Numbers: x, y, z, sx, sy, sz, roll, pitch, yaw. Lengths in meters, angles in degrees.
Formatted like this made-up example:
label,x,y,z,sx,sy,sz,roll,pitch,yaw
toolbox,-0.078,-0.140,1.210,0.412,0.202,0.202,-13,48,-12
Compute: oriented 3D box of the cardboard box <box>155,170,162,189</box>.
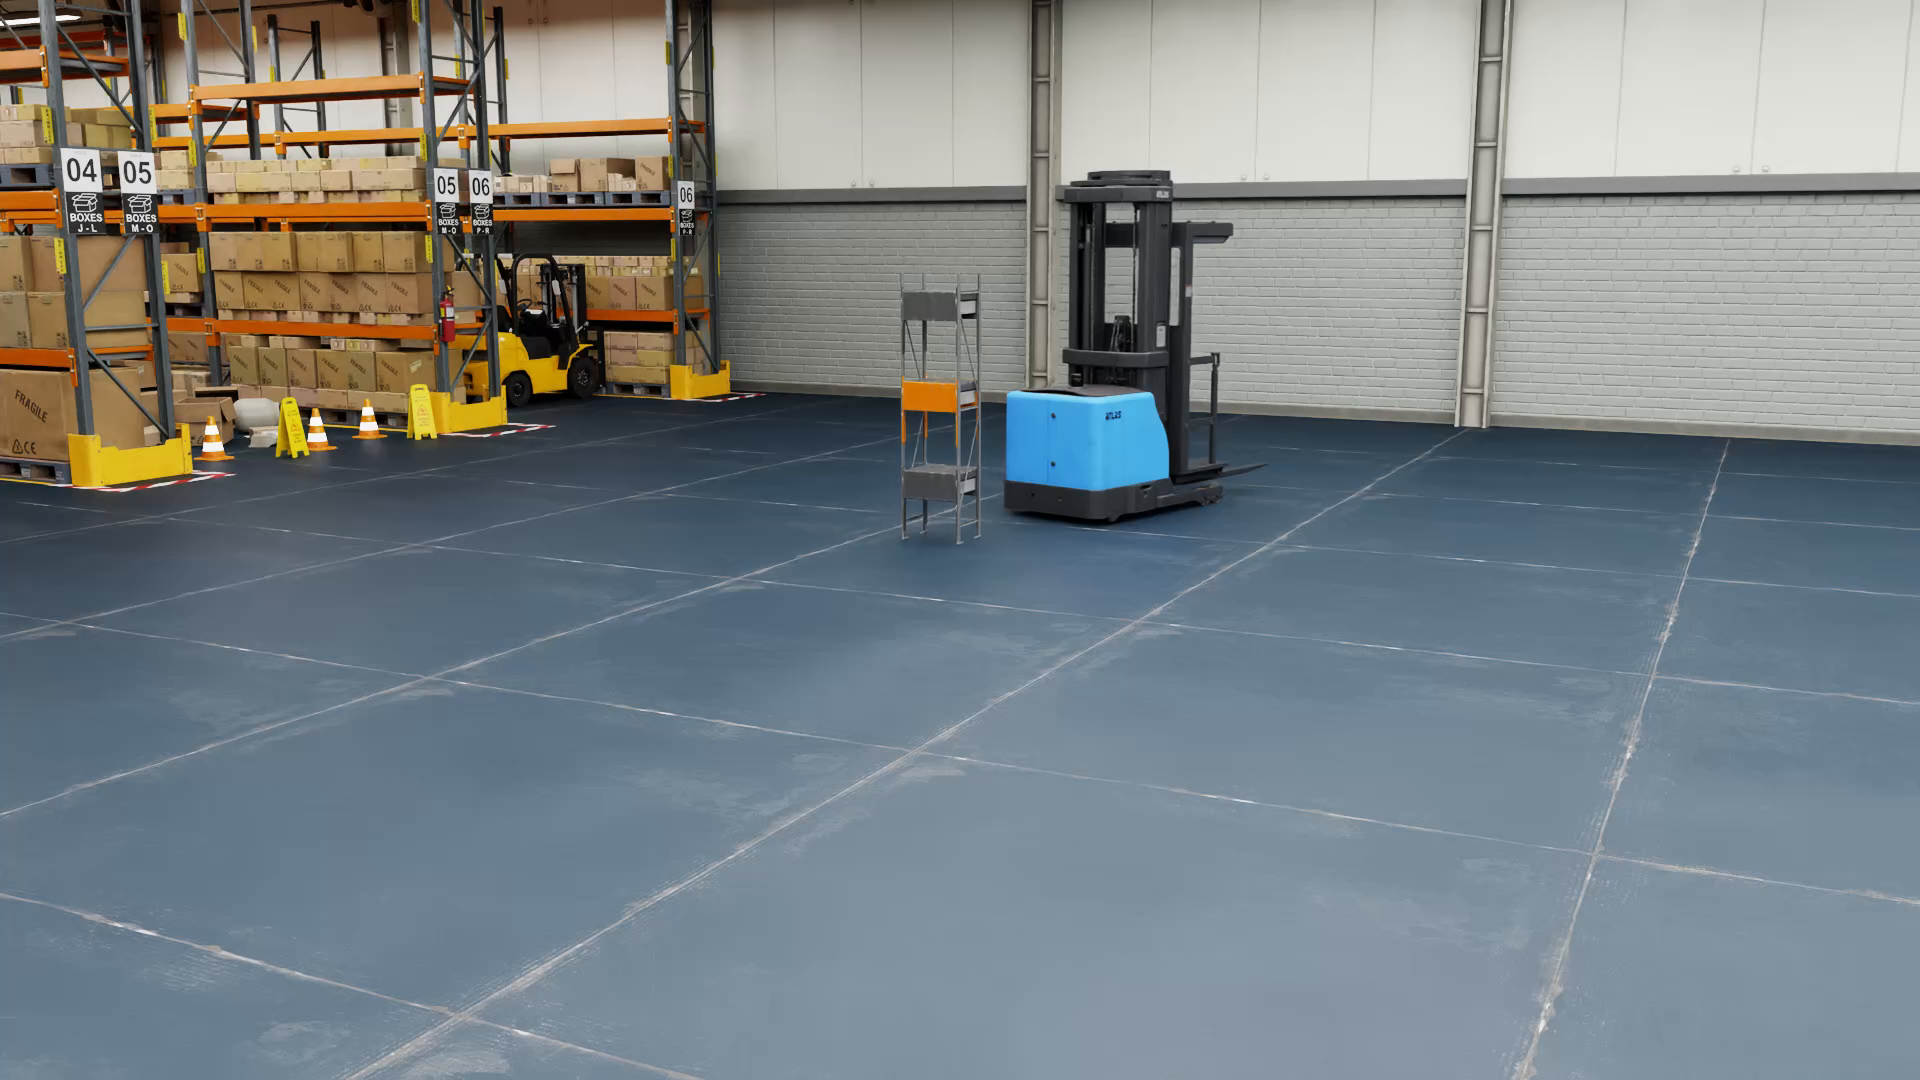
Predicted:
label,x,y,z,sx,sy,sz,roll,pitch,yaw
cardboard box,-10.798,-4.876,22.568,0.500,0.250,0.500,5,11,27

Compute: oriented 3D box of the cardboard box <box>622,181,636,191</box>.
label,x,y,z,sx,sy,sz,roll,pitch,yaw
cardboard box,-4.856,-5.306,24.950,0.250,0.149,0.380,5,11,24

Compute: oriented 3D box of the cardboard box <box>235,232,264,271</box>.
label,x,y,z,sx,sy,sz,roll,pitch,yaw
cardboard box,-9.011,-3.778,21.759,0.500,0.500,0.700,5,11,26

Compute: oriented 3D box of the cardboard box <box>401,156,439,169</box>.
label,x,y,z,sx,sy,sz,roll,pitch,yaw
cardboard box,-6.605,-4.613,20.337,0.250,0.149,0.380,5,11,26

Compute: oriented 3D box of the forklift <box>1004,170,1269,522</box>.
label,x,y,z,sx,sy,sz,roll,pitch,yaw
forklift,1.733,-1.799,14.938,1.130,2.935,3.031,9,14,41

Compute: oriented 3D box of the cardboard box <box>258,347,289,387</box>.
label,x,y,z,sx,sy,sz,roll,pitch,yaw
cardboard box,-8.863,-2.296,21.931,0.500,0.500,0.500,6,12,28

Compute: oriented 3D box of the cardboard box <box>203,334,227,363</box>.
label,x,y,z,sx,sy,sz,roll,pitch,yaw
cardboard box,-13.016,-3.407,29.473,0.500,0.500,0.500,5,11,24

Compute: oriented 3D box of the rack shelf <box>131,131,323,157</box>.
label,x,y,z,sx,sy,sz,roll,pitch,yaw
rack shelf,-12.946,-6.871,29.068,4.000,0.370,1.077,5,11,26

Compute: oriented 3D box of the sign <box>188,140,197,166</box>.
label,x,y,z,sx,sy,sz,roll,pitch,yaw
sign,-10.001,-5.039,21.668,0.005,0.325,0.100,5,11,26

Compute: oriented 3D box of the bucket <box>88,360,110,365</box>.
label,x,y,z,sx,sy,sz,roll,pitch,yaw
bucket,-10.716,-1.900,20.227,0.726,0.611,0.620,-10,4,-43

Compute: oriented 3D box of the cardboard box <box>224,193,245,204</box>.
label,x,y,z,sx,sy,sz,roll,pitch,yaw
cardboard box,-9.378,-4.462,21.745,0.250,0.149,0.380,5,11,26

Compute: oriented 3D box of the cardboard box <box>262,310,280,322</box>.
label,x,y,z,sx,sy,sz,roll,pitch,yaw
cardboard box,-8.910,-2.951,21.819,0.250,0.149,0.380,5,12,28

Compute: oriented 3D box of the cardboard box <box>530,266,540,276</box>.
label,x,y,z,sx,sy,sz,roll,pitch,yaw
cardboard box,-6.494,-4.209,25.964,0.250,0.149,0.380,5,11,25

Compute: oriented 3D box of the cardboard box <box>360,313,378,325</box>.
label,x,y,z,sx,sy,sz,roll,pitch,yaw
cardboard box,-7.342,-2.801,20.991,0.250,0.149,0.380,5,12,27

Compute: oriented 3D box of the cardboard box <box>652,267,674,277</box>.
label,x,y,z,sx,sy,sz,roll,pitch,yaw
cardboard box,-4.413,-4.032,24.985,0.250,0.149,0.380,5,11,27

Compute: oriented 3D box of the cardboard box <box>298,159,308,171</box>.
label,x,y,z,sx,sy,sz,roll,pitch,yaw
cardboard box,-8.190,-4.762,21.163,0.250,0.149,0.380,5,12,27

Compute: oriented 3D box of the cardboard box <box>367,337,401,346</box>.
label,x,y,z,sx,sy,sz,roll,pitch,yaw
cardboard box,-9.406,-3.195,27.951,0.625,0.625,0.875,5,11,23

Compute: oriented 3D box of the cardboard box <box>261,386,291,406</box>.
label,x,y,z,sx,sy,sz,roll,pitch,yaw
cardboard box,-8.865,-1.927,21.998,0.500,0.250,0.500,6,12,29

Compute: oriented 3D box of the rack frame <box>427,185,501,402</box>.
label,x,y,z,sx,sy,sz,roll,pitch,yaw
rack frame,-6.171,-2.888,20.766,0.127,3.000,1.000,5,11,26

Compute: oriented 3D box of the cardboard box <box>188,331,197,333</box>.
label,x,y,z,sx,sy,sz,roll,pitch,yaw
cardboard box,-13.558,-3.779,29.706,0.250,0.149,0.380,5,11,26

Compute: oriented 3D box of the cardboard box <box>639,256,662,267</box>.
label,x,y,z,sx,sy,sz,roll,pitch,yaw
cardboard box,-4.628,-4.205,25.105,0.250,0.149,0.380,5,11,26

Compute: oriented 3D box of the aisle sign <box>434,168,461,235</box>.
label,x,y,z,sx,sy,sz,roll,pitch,yaw
aisle sign,-6.244,-4.116,20.252,0.004,0.787,0.394,5,11,26

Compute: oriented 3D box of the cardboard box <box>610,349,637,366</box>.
label,x,y,z,sx,sy,sz,roll,pitch,yaw
cardboard box,-4.998,-2.811,25.475,0.500,0.250,0.500,5,11,25

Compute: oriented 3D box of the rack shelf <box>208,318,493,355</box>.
label,x,y,z,sx,sy,sz,roll,pitch,yaw
rack shelf,-7.965,-2.692,21.701,4.000,0.370,1.077,5,11,26

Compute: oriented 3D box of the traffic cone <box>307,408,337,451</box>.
label,x,y,z,sx,sy,sz,roll,pitch,yaw
traffic cone,-7.314,-1.264,18.914,0.334,0.463,0.336,5,11,26

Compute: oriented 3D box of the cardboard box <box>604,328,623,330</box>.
label,x,y,z,sx,sy,sz,roll,pitch,yaw
cardboard box,-5.675,-3.216,26.314,0.500,0.250,0.500,5,11,25

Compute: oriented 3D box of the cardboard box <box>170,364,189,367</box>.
label,x,y,z,sx,sy,sz,roll,pitch,yaw
cardboard box,-11.500,-2.269,23.542,0.625,0.372,0.950,5,12,28

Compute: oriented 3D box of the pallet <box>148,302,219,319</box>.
label,x,y,z,sx,sy,sz,roll,pitch,yaw
pallet,-10.379,-3.193,22.986,1.213,0.211,1.003,5,11,26

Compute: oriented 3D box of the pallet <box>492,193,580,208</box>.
label,x,y,z,sx,sy,sz,roll,pitch,yaw
pallet,-6.789,-5.366,26.282,1.213,0.211,1.003,5,11,26

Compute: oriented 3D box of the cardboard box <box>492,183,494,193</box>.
label,x,y,z,sx,sy,sz,roll,pitch,yaw
cardboard box,-7.297,-5.521,26.135,0.250,0.149,0.380,5,12,27

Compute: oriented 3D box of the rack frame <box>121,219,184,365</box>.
label,x,y,z,sx,sy,sz,roll,pitch,yaw
rack frame,-14.740,-4.627,30.373,0.127,3.000,1.000,5,11,26

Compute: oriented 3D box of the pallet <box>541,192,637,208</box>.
label,x,y,z,sx,sy,sz,roll,pitch,yaw
pallet,-5.699,-5.270,25.750,1.213,0.211,1.003,5,11,26

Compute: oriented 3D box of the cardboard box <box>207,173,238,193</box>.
label,x,y,z,sx,sy,sz,roll,pitch,yaw
cardboard box,-9.485,-4.674,21.795,0.500,0.250,0.500,5,11,25

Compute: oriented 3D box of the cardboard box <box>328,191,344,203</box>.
label,x,y,z,sx,sy,sz,roll,pitch,yaw
cardboard box,-7.751,-4.330,21.012,0.250,0.149,0.380,5,11,24

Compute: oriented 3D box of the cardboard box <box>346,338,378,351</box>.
label,x,y,z,sx,sy,sz,roll,pitch,yaw
cardboard box,-7.588,-2.490,21.181,0.250,0.149,0.380,5,12,27

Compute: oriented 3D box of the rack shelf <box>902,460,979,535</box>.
label,x,y,z,sx,sy,sz,roll,pitch,yaw
rack shelf,-0.148,-0.344,13.242,0.480,0.518,0.431,5,11,26

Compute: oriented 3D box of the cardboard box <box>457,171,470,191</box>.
label,x,y,z,sx,sy,sz,roll,pitch,yaw
cardboard box,-6.504,-4.519,20.940,0.500,0.250,0.500,5,11,25

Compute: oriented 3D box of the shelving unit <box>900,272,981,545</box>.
label,x,y,z,sx,sy,sz,roll,pitch,yaw
shelving unit,-0.148,-1.046,13.115,0.503,2.100,0.431,5,11,26

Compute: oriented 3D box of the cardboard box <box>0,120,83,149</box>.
label,x,y,z,sx,sy,sz,roll,pitch,yaw
cardboard box,-8.833,-3.888,15.994,0.500,0.250,0.500,5,11,27

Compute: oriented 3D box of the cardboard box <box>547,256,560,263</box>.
label,x,y,z,sx,sy,sz,roll,pitch,yaw
cardboard box,-6.220,-4.350,25.905,0.250,0.149,0.380,5,11,26

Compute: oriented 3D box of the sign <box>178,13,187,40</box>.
label,x,y,z,sx,sy,sz,roll,pitch,yaw
sign,-9.999,-6.604,21.384,0.005,0.325,0.100,5,11,26

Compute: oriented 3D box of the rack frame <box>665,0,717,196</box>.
label,x,y,z,sx,sy,sz,roll,pitch,yaw
rack frame,-3.978,-6.633,24.614,0.127,3.000,1.000,5,11,26

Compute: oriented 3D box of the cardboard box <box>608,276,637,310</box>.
label,x,y,z,sx,sy,sz,roll,pitch,yaw
cardboard box,-4.997,-3.770,25.356,0.500,0.500,0.500,5,12,28

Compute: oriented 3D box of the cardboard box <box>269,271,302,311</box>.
label,x,y,z,sx,sy,sz,roll,pitch,yaw
cardboard box,-8.582,-3.242,21.607,0.500,0.500,0.500,5,11,25

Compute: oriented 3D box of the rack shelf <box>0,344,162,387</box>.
label,x,y,z,sx,sy,sz,roll,pitch,yaw
rack shelf,-10.064,-1.893,17.289,4.000,0.370,1.077,5,11,26

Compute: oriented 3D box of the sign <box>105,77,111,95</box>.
label,x,y,z,sx,sy,sz,roll,pitch,yaw
sign,-14.996,-7.992,29.278,0.005,0.325,0.100,5,11,26

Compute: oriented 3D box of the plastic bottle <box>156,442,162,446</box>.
label,x,y,z,sx,sy,sz,roll,pitch,yaw
plastic bottle,-9.092,-1.086,19.057,0.283,0.061,0.133,1,10,6

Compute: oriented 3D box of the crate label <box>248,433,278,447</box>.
label,x,y,z,sx,sy,sz,roll,pitch,yaw
crate label,-8.046,-1.156,19.230,0.298,0.136,0.250,-1,10,-4

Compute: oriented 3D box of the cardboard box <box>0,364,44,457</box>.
label,x,y,z,sx,sy,sz,roll,pitch,yaw
cardboard box,-9.698,-1.363,17.124,0.875,0.875,0.875,5,11,25
